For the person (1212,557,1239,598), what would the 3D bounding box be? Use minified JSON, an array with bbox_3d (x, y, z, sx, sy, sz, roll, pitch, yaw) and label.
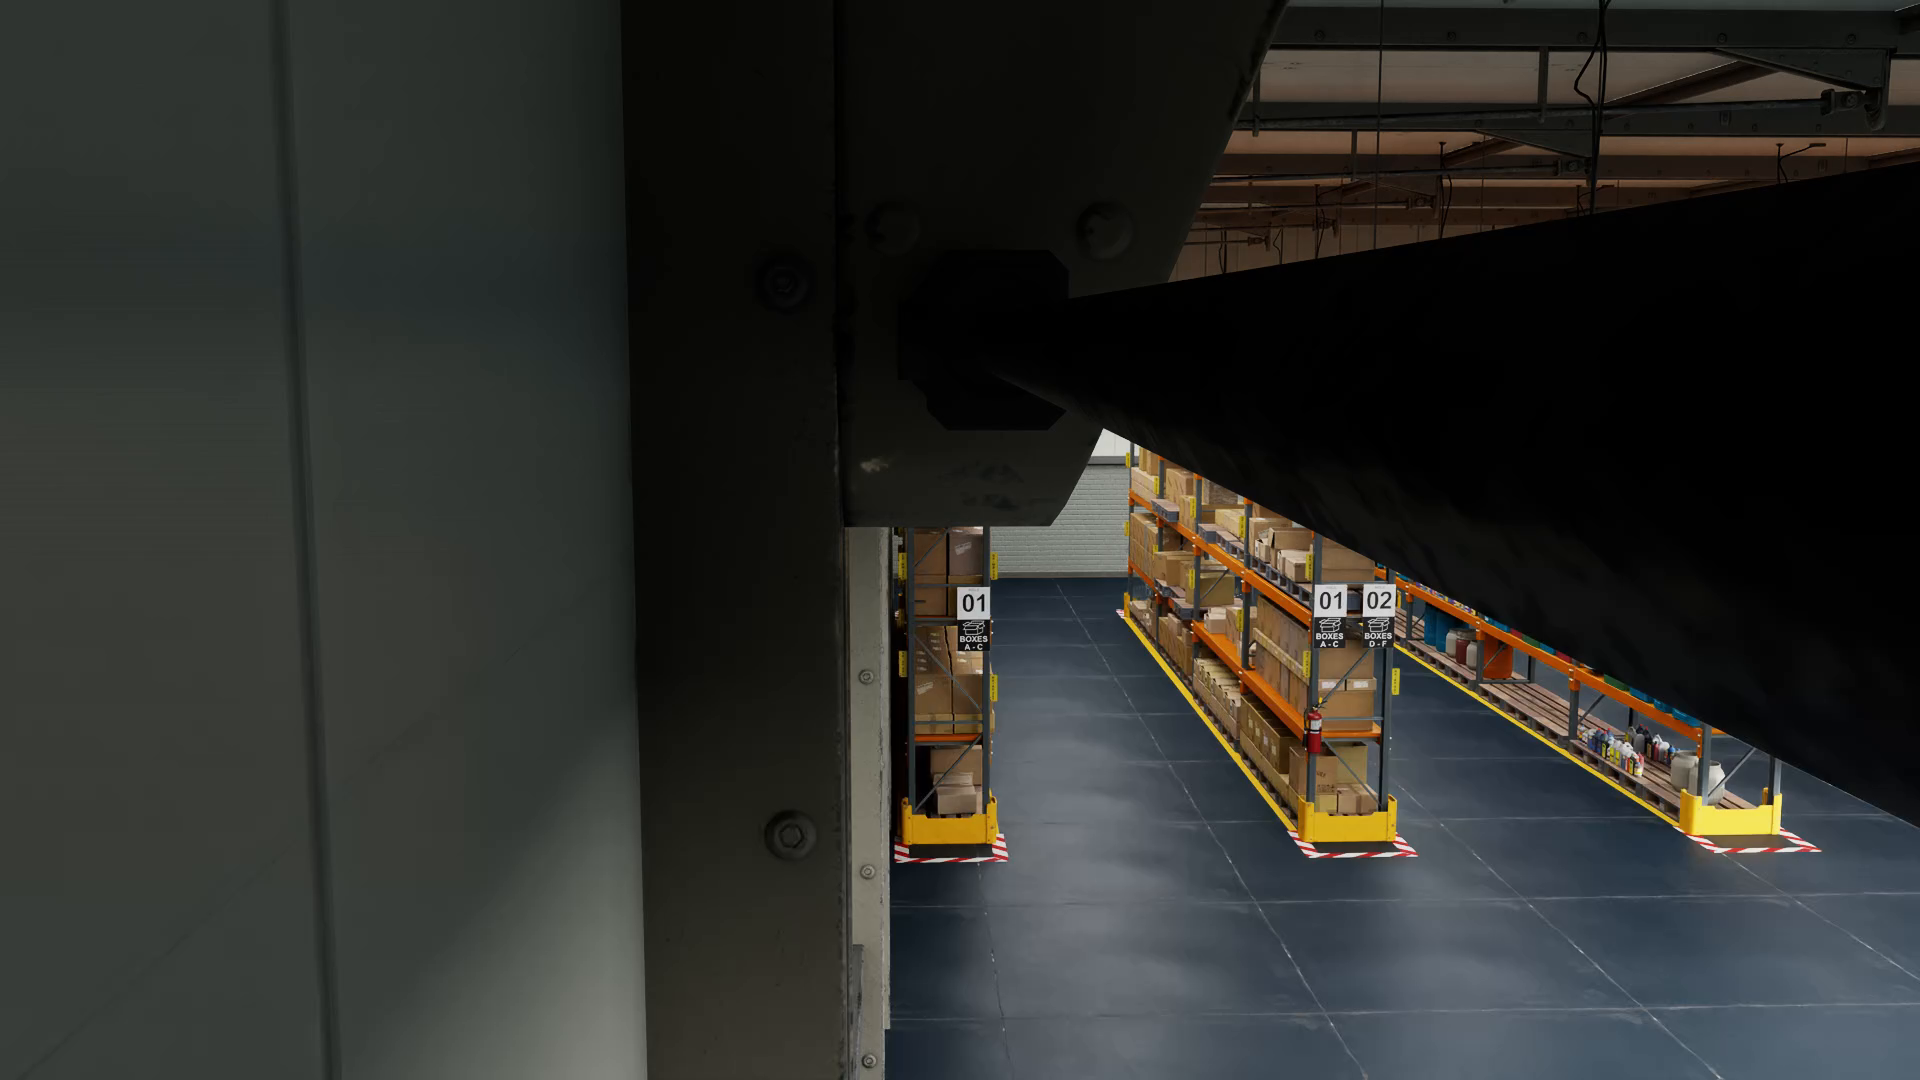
[{"bbox_3d":[5.811,0.827,36.321,0.693,1.744,0.531,-5,9,-36],"label":"person"}]
